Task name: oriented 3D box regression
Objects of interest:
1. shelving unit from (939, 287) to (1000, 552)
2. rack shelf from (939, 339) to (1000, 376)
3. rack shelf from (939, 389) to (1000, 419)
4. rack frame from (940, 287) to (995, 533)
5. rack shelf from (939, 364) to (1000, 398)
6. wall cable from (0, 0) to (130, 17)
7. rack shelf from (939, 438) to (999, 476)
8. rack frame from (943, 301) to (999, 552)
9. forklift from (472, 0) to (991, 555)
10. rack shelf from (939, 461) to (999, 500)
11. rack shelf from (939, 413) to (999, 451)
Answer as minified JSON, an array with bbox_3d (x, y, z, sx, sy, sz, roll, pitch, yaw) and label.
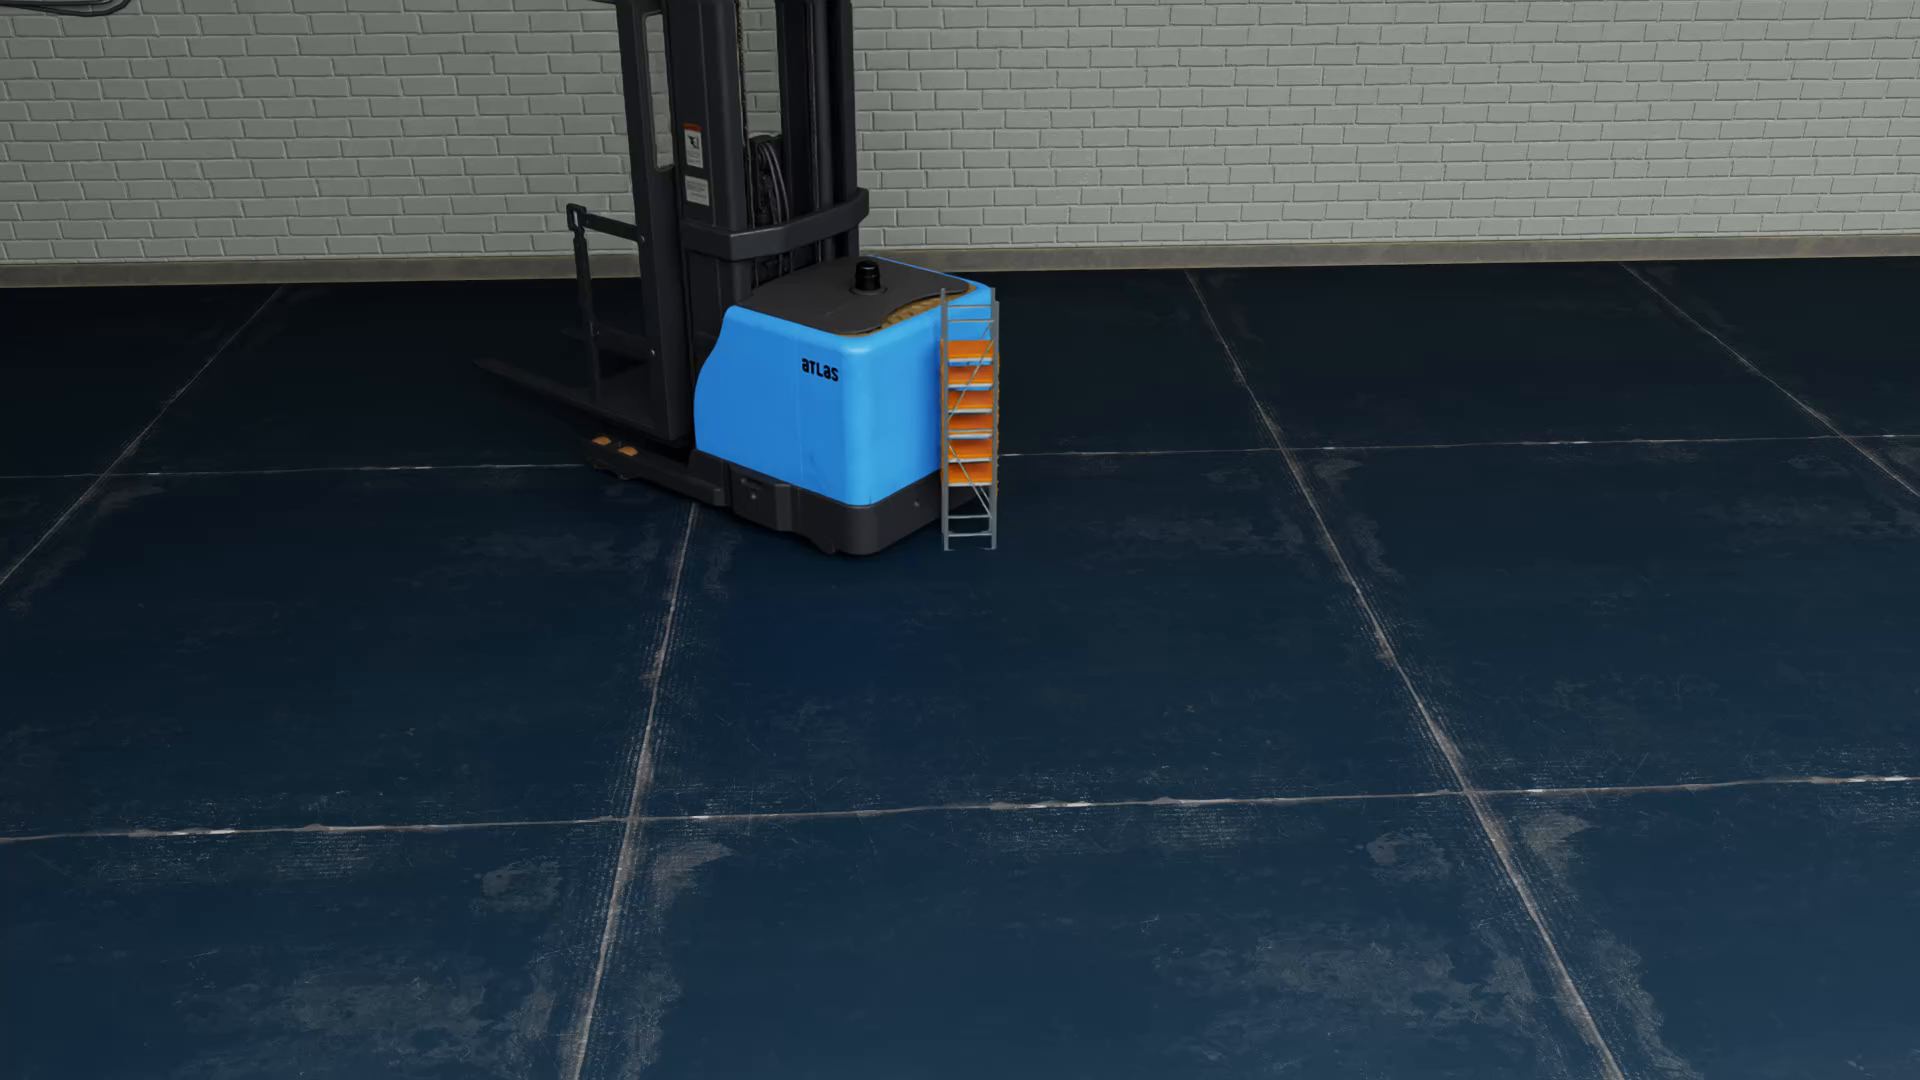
[{"bbox_3d":[0.040,-0.526,7.460,0.258,1.200,0.189,-2,28,-4],"label":"shelving unit"},{"bbox_3d":[0.041,-0.806,7.314,0.258,0.103,0.180,-2,28,-4],"label":"rack shelf"},{"bbox_3d":[0.040,-0.593,7.425,0.258,0.103,0.180,-2,28,-4],"label":"rack shelf"},{"bbox_3d":[0.034,-0.568,7.541,0.240,1.200,0.006,-2,28,-4],"label":"rack frame"},{"bbox_3d":[0.040,-0.699,7.370,0.258,0.103,0.180,-2,28,-4],"label":"rack shelf"},{"bbox_3d":[-6.461,-4.253,9.532,3.097,2.526,0.112,-1,28,-3],"label":"wall cable"},{"bbox_3d":[0.040,-0.380,7.536,0.258,0.103,0.180,-2,28,-4],"label":"rack shelf"},{"bbox_3d":[0.046,-0.484,7.379,0.240,1.200,0.006,-2,28,-4],"label":"rack frame"},{"bbox_3d":[-1.293,-1.772,7.977,3.031,2.935,1.130,20,34,33],"label":"forklift"},{"bbox_3d":[0.040,-0.274,7.592,0.258,0.103,0.180,-2,28,-4],"label":"rack shelf"},{"bbox_3d":[0.040,-0.486,7.481,0.258,0.103,0.180,-2,28,-4],"label":"rack shelf"}]
